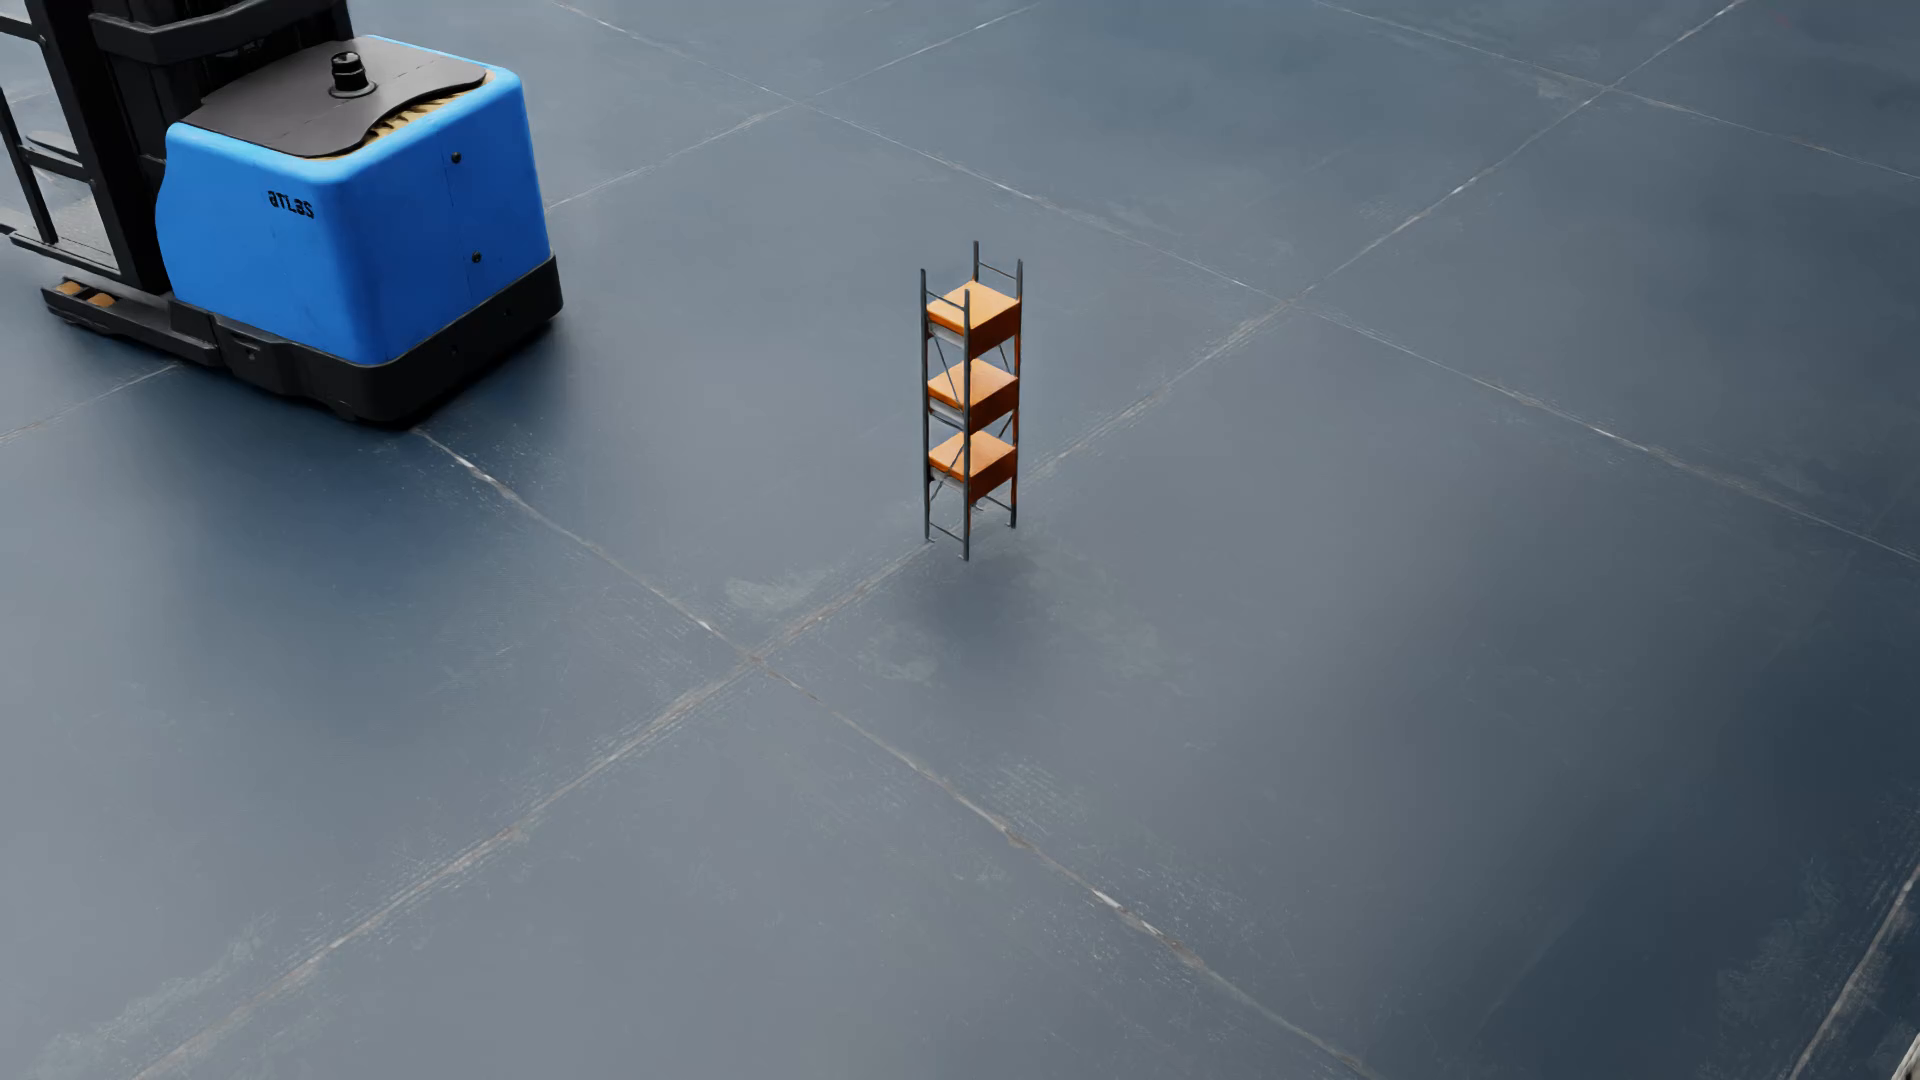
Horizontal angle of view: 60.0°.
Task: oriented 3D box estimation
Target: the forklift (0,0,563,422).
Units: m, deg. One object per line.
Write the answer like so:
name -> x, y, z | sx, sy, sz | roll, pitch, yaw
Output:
forklift -> -3.170, -2.249, 6.213 | 3.031, 2.935, 1.130 | 19, 42, 22

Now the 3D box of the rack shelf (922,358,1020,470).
rack shelf -> 0.036, -0.427, 5.450 | 0.215, 0.259, 0.240 | 30, 47, 32

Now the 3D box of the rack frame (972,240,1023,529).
rack frame -> 0.118, -0.492, 5.514 | 0.200, 1.050, 0.008 | 30, 47, 32

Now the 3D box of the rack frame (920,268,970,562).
rack frame -> -0.046, -0.379, 5.373 | 0.200, 1.050, 0.008 | 30, 47, 32

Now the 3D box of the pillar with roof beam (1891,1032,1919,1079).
pillar with roof beam -> -1.372, -3.556, 2.982 | 9.100, 9.000, 0.400 | 30, 47, 32

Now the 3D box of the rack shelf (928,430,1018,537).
rack shelf -> 0.036, -0.210, 5.623 | 0.215, 0.259, 0.240 | 30, 47, 32

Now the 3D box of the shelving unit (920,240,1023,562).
shelving unit -> 0.036, -0.435, 5.444 | 0.215, 1.050, 0.252 | 30, 47, 32

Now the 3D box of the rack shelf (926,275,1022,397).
rack shelf -> 0.036, -0.649, 5.274 | 0.215, 0.259, 0.240 | 30, 47, 32
